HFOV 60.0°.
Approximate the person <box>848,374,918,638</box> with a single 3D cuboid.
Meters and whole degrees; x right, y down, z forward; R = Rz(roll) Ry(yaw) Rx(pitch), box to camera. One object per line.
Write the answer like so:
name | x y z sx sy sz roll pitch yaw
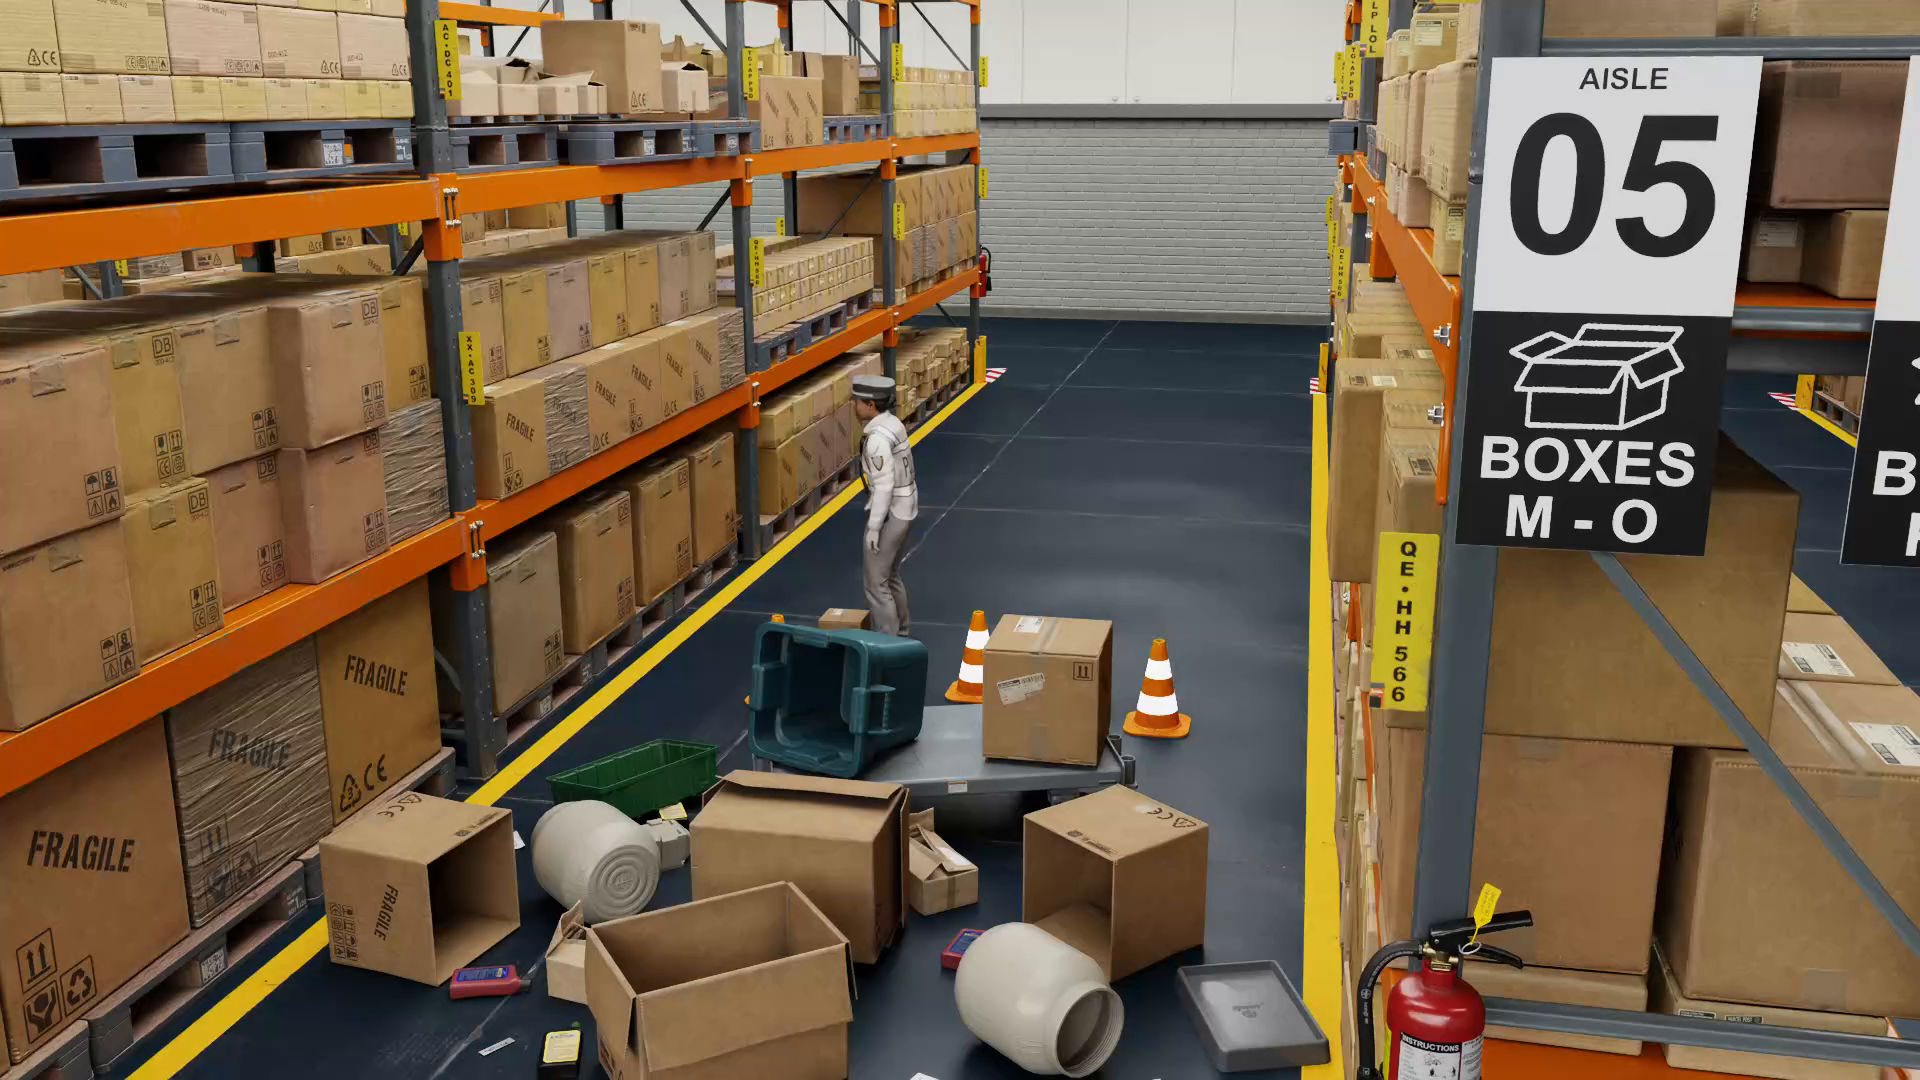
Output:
person | -0.431 -0.113 9.438 0.374 1.662 0.539 2 15 8
